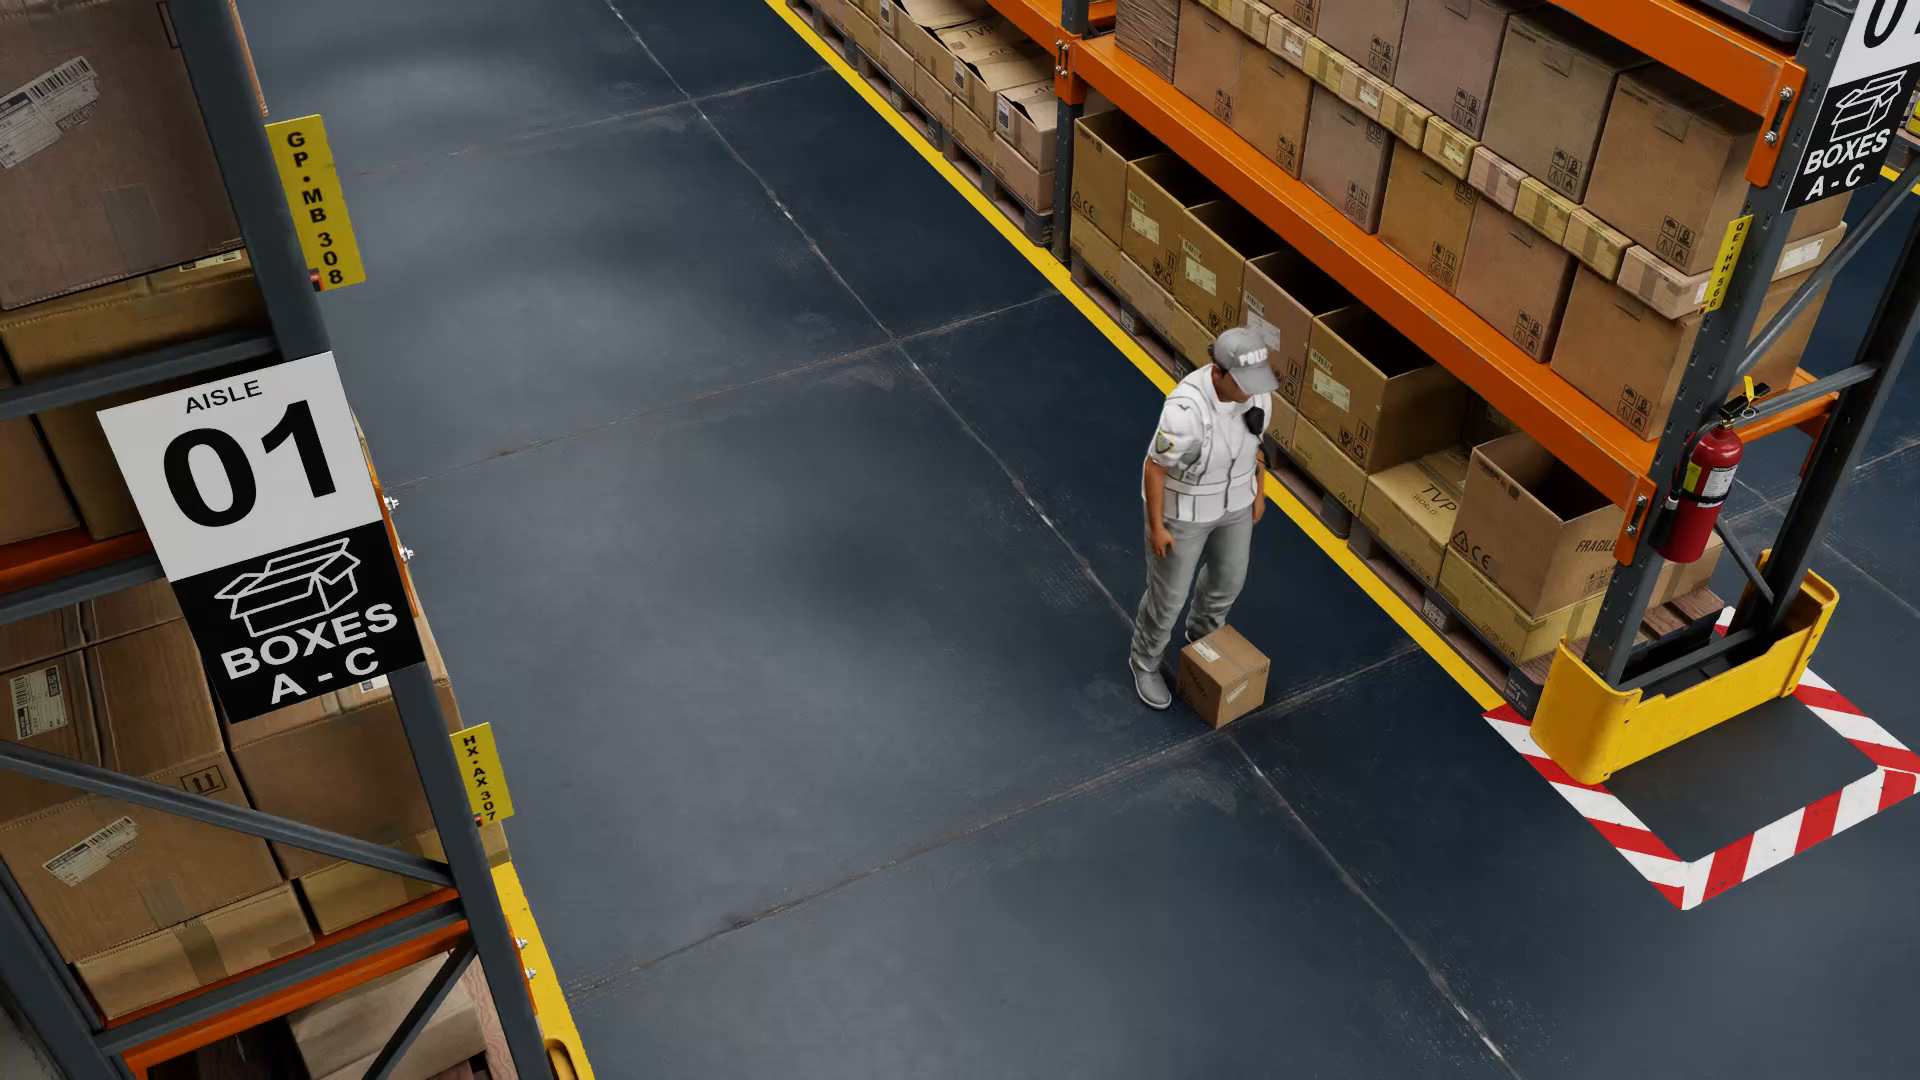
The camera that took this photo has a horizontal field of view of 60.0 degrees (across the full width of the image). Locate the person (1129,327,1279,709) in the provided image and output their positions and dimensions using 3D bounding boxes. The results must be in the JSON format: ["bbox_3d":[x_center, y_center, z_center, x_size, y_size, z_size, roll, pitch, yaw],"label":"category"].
[{"bbox_3d":[0.924,-0.111,6.279,0.539,1.666,0.465,-20,45,-21],"label":"person"}]
